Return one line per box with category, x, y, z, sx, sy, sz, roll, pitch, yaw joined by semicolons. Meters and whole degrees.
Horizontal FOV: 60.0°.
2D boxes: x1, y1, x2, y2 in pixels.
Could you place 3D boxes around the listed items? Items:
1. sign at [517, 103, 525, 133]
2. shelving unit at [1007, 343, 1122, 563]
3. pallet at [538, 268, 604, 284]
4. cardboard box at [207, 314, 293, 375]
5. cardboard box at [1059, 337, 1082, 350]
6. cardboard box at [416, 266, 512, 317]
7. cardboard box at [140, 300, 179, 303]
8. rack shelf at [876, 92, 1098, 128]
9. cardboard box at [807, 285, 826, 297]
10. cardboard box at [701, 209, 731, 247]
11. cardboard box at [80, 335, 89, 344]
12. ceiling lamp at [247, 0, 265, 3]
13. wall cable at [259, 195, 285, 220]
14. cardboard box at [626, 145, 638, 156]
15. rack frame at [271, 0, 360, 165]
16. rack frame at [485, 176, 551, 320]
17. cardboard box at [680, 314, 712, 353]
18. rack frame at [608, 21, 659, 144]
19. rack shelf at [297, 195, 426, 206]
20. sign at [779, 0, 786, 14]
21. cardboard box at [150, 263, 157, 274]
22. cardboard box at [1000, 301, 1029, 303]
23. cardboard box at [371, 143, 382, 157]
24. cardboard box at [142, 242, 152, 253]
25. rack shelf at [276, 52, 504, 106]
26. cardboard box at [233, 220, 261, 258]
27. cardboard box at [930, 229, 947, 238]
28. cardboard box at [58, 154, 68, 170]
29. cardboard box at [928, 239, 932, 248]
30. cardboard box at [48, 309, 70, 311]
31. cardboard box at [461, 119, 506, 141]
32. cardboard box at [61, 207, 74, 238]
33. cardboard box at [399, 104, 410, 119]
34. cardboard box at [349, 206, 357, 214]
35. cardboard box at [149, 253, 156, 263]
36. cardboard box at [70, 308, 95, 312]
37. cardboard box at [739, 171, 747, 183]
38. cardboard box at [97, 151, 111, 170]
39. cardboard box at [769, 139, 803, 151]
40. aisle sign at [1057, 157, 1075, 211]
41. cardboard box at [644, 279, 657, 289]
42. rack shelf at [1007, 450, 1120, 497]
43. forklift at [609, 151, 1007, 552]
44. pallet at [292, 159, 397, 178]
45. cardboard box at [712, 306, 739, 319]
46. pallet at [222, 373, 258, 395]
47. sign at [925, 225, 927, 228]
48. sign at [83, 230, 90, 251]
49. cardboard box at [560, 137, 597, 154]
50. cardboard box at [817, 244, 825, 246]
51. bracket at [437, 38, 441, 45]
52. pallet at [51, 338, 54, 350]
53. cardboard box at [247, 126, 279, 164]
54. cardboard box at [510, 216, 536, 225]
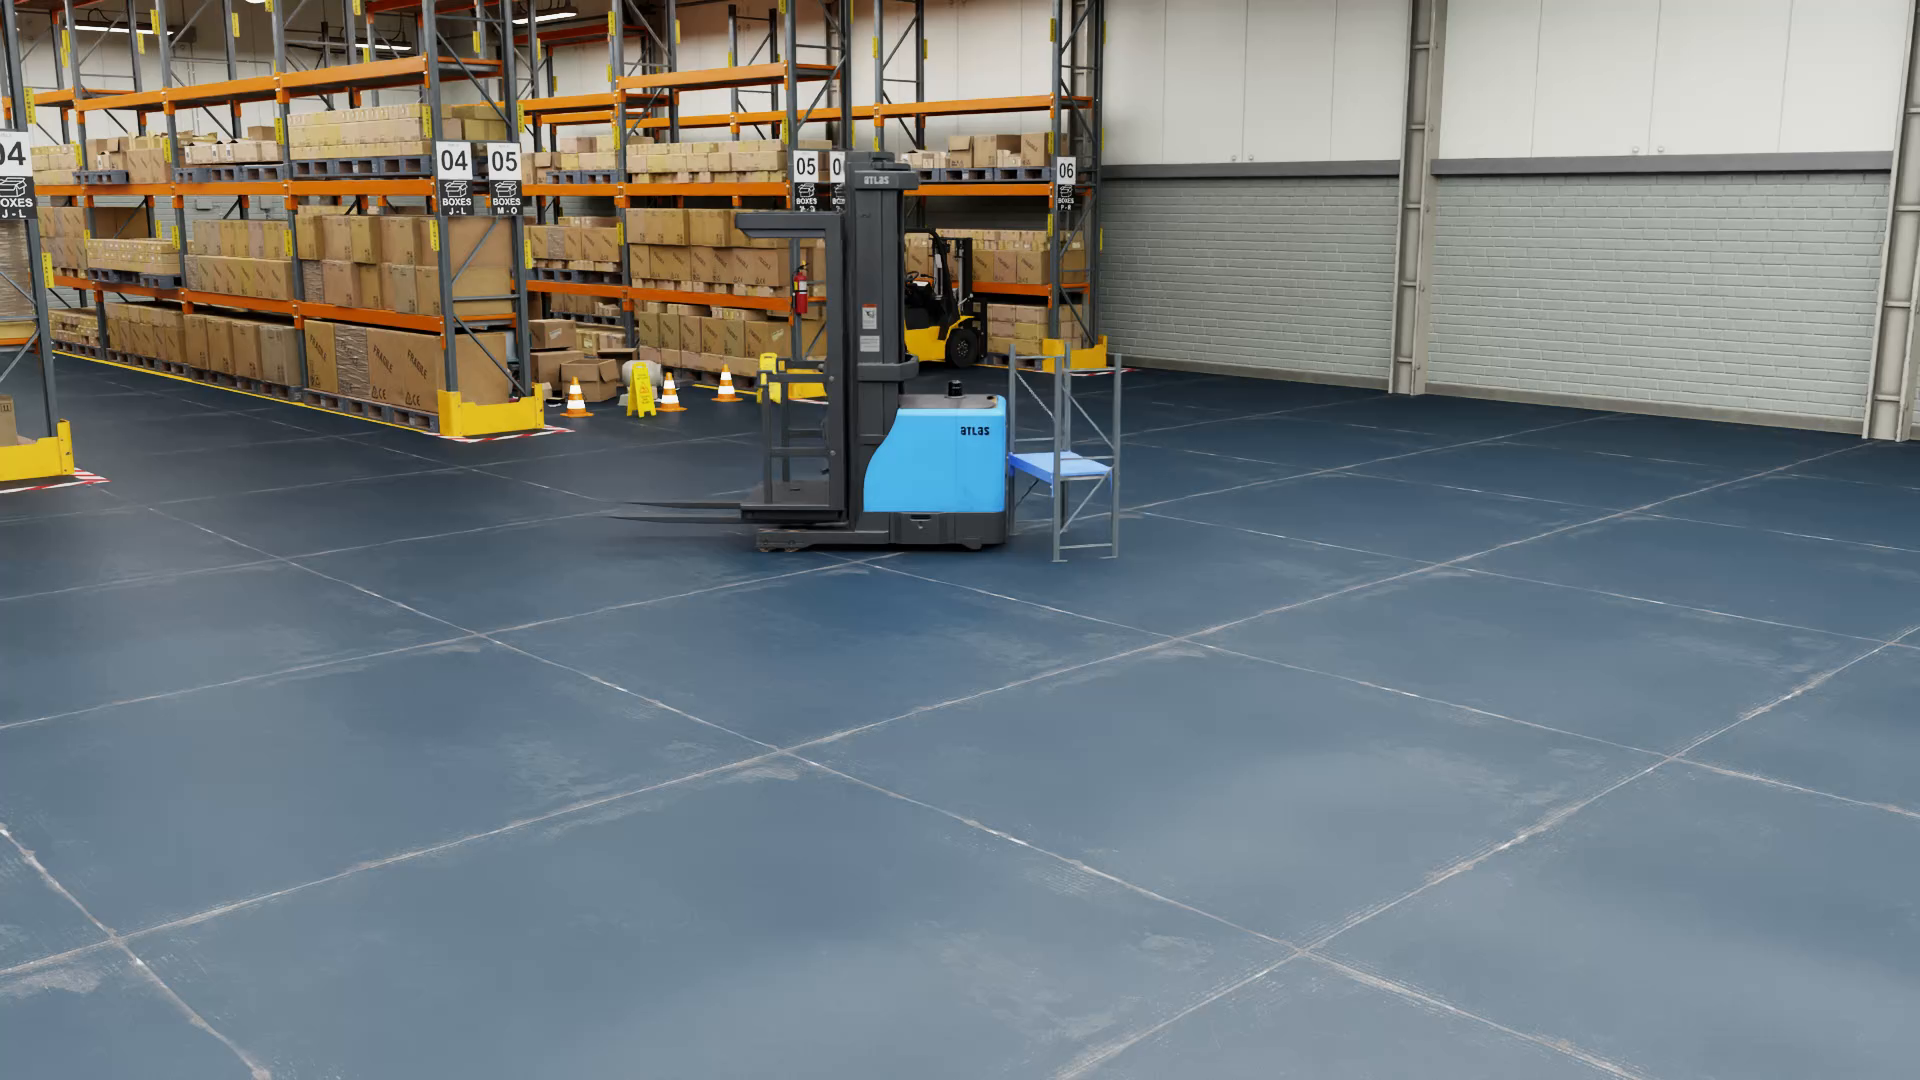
sign;-4.933;-4.730;18.639;0.100;0.325;0.005;-11;16;-43
shelving unit;0.769;-0.686;12.524;0.538;1.500;1.048;-4;12;-17
pallet;-5.956;-4.212;26.398;1.003;0.211;1.213;-11;16;-43
cardboard box;-9.902;-2.760;23.409;1.050;0.750;0.750;-11;16;-42
cardboard box;1.561;-3.072;26.162;0.500;0.250;0.500;-11;16;-42
cardboard box;-5.628;-2.839;18.884;0.875;0.550;0.550;-11;16;-43
cardboard box;-12.928;-3.744;26.945;0.500;0.250;0.500;11;16;44
rack shelf;0.378;-6.796;26.371;1.077;0.370;4.000;-11;16;-43
cardboard box;-1.913;-3.377;22.492;0.380;0.149;0.250;-11;16;-42
cardboard box;-3.110;-4.285;22.815;0.700;0.500;0.500;-11;16;-43
cardboard box;-14.491;-3.367;27.844;0.250;0.149;0.380;11;16;43
ceiling lamp;-11.119;-10.544;27.324;0.800;3.185;2.000;-11;16;-43
wall cable;-15.771;-7.273;38.264;0.588;1.984;0.122;-11;16;-43
cardboard box;-4.609;-5.651;24.118;0.380;0.149;0.250;-11;16;-44
rack frame;-8.101;-6.239;20.895;1.000;3.000;0.127;-11;16;-43
rack frame;-7.353;-4.589;27.753;1.000;3.000;0.127;-11;16;-43
cardboard box;-3.644;-2.956;23.739;0.500;0.500;0.500;-10;15;-40
rack frame;-6.528;-8.804;33.341;1.000;3.000;0.127;-11;16;-43
rack shelf;-11.497;-6.582;31.774;1.077;0.370;4.000;-11;16;-43
sign;-2.244;-6.821;21.010;0.100;0.325;0.005;-11;16;-43
cardboard box;-11.707;-4.012;24.532;0.380;0.149;0.250;-11;16;-43
cardboard box;0.879;-3.706;26.762;0.500;0.250;0.500;-11;16;-43
cardboard box;-6.517;-4.468;19.064;0.380;0.149;0.250;-11;16;-43
cardboard box;-11.886;-4.342;24.659;0.380;0.149;0.250;-10;15;-41
rack shelf;-6.720;-5.399;19.591;1.077;0.370;4.000;-11;16;-43
cardboard box;-9.501;-4.134;22.817;0.700;0.500;0.500;-11;16;-43
cardboard box;-0.267;-4.975;27.032;0.380;0.149;0.250;-11;16;-43
cardboard box;-14.479;-6.219;27.361;0.500;0.250;0.500;11;16;43
cardboard box;-0.297;-4.825;27.041;0.380;0.149;0.250;-11;16;-43
cardboard box;-15.995;-4.006;29.471;0.380;0.149;0.250;-11;16;-42
cardboard box;-5.486;-4.619;18.812;0.500;0.250;0.500;-11;16;-43
cardboard box;-14.507;-5.259;27.539;0.500;0.500;0.500;11;16;43
cardboard box;-5.988;-4.747;18.443;0.380;0.149;0.250;-11;16;-42
cardboard box;-11.214;-6.187;31.177;0.380;0.149;0.250;-11;16;-43
cardboard box;-11.719;-4.160;24.517;0.380;0.149;0.250;-10;15;-40
cardboard box;-15.707;-4.066;29.766;0.380;0.149;0.250;-10;16;-41
cardboard box;-2.758;-4.902;22.462;0.380;0.149;0.250;-11;16;-42
cardboard box;-13.170;-5.942;26.066;0.500;0.311;0.500;-11;16;-43
cardboard box;-2.275;-5.167;21.768;0.380;0.149;0.250;-11;16;-42
aisle sign;1.592;-5.337;24.939;0.394;0.787;0.004;-11;16;-43
cardboard box;-4.393;-3.762;24.361;0.380;0.149;0.250;-10;15;-41
rack shelf;0.769;-0.510;12.560;0.538;0.185;1.000;-4;12;-17
forklift;-1.153;-1.451;12.691;3.031;2.935;1.130;0;12;2
pallet;-7.544;-4.606;20.620;1.003;0.211;1.213;-11;16;-43
cardboard box;-3.224;-3.166;23.154;0.380;0.149;0.250;-10;15;-40
pallet;-9.535;-2.215;23.142;1.003;0.211;1.213;-11;16;-43
sign;-0.603;-5.238;28.561;0.100;0.325;0.005;-11;16;-43
sign;-14.013;-4.816;26.707;0.100;0.325;0.005;-11;16;-43
cardboard box;-5.804;-6.064;25.572;0.500;0.250;0.500;-11;16;-42
cardboard box;-2.237;-5.055;29.145;0.500;0.250;0.500;-10;16;-41
bracket;-12.680;-12.026;40.064;0.235;0.232;0.430;-11;16;-43
pallet;-15.800;-3.552;29.629;1.003;0.211;1.213;-11;16;-43
cardboard box;-9.460;-5.443;22.926;0.500;0.500;0.500;-11;16;-43
cardboard box;-7.517;-5.234;28.157;0.500;0.500;0.500;11;16;43
